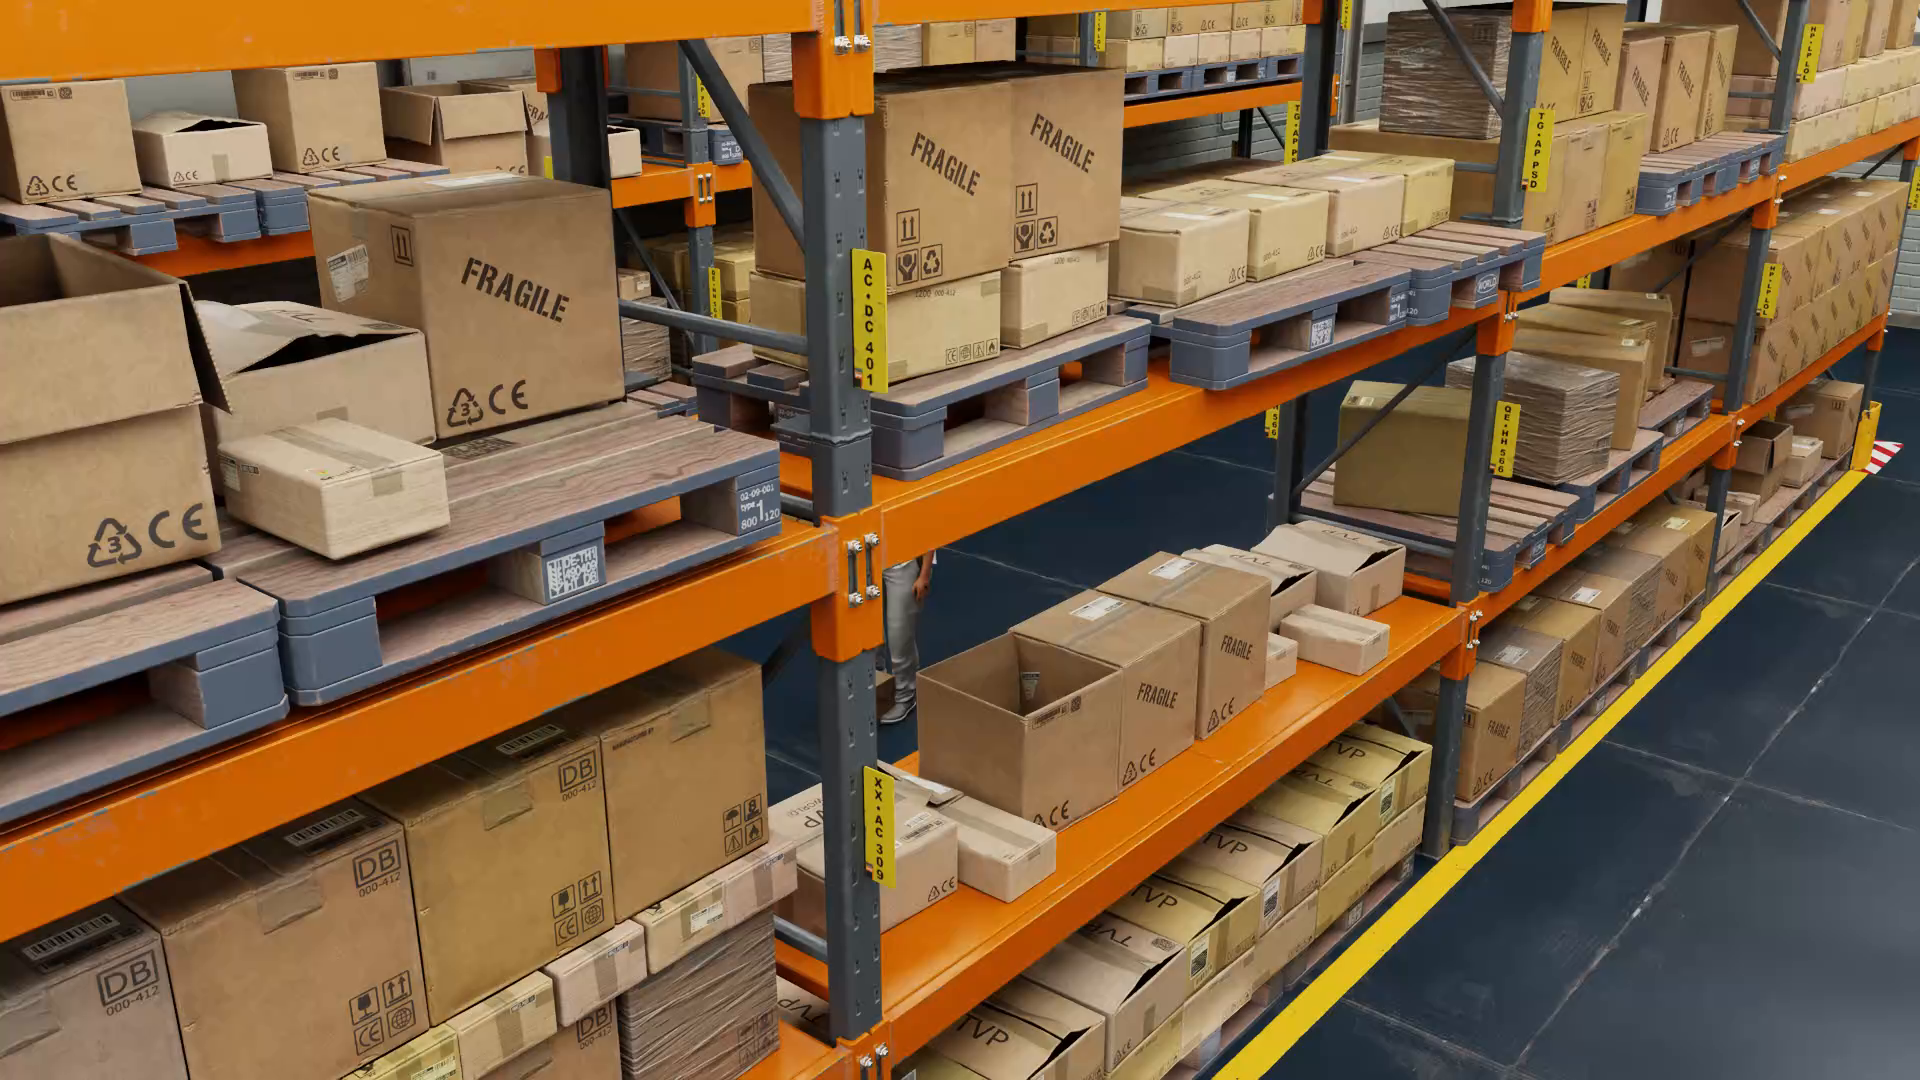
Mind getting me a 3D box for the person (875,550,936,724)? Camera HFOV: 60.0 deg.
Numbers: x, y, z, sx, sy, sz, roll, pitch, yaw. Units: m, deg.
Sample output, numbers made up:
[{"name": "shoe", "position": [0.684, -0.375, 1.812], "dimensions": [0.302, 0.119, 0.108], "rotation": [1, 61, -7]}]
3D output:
[{"name": "person", "position": [-0.395, 0.158, 9.139], "dimensions": [0.564, 1.667, 0.465], "rotation": [14, 25, 34]}]
